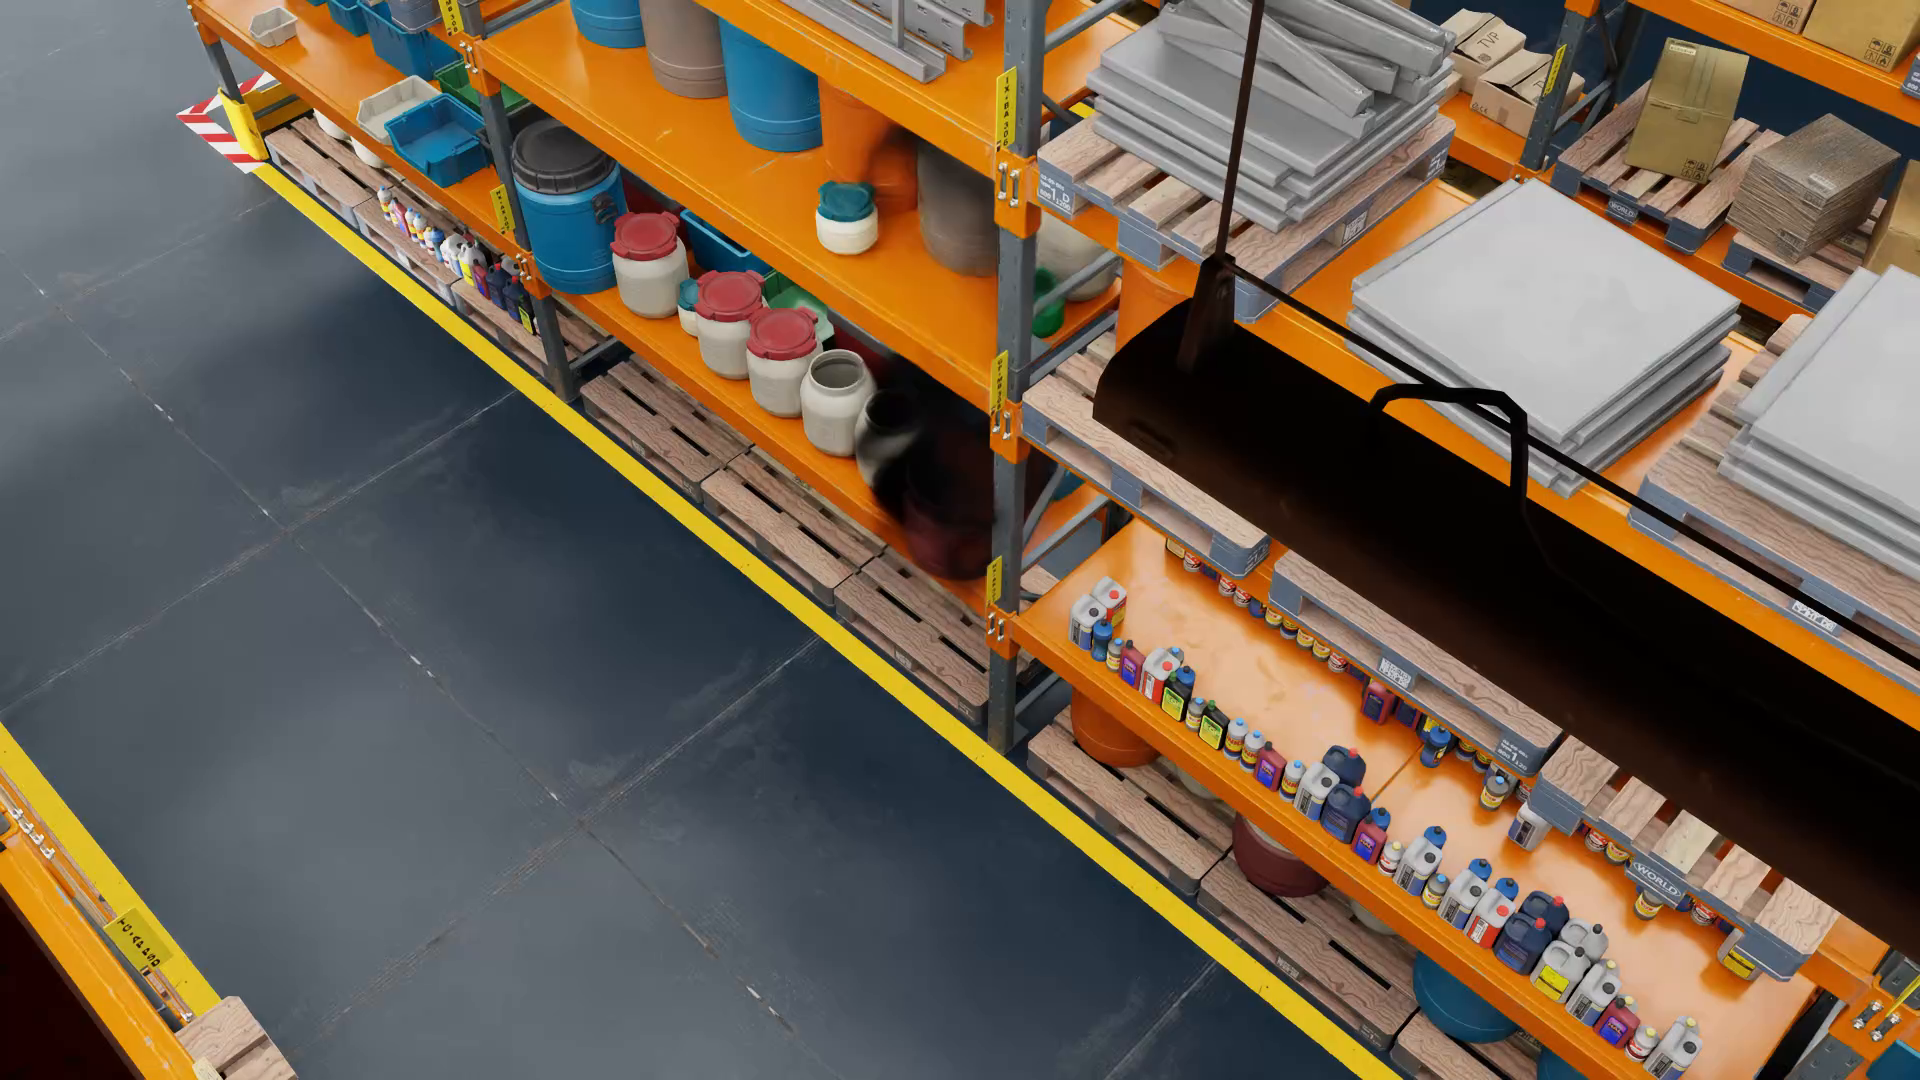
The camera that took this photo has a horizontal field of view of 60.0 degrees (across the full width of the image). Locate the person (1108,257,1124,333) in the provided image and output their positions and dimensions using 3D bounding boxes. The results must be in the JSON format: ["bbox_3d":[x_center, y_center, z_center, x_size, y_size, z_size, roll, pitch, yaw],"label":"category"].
[{"bbox_3d":[1.195,-0.864,9.711,0.705,1.721,0.953,-32,57,-24],"label":"person"}]
